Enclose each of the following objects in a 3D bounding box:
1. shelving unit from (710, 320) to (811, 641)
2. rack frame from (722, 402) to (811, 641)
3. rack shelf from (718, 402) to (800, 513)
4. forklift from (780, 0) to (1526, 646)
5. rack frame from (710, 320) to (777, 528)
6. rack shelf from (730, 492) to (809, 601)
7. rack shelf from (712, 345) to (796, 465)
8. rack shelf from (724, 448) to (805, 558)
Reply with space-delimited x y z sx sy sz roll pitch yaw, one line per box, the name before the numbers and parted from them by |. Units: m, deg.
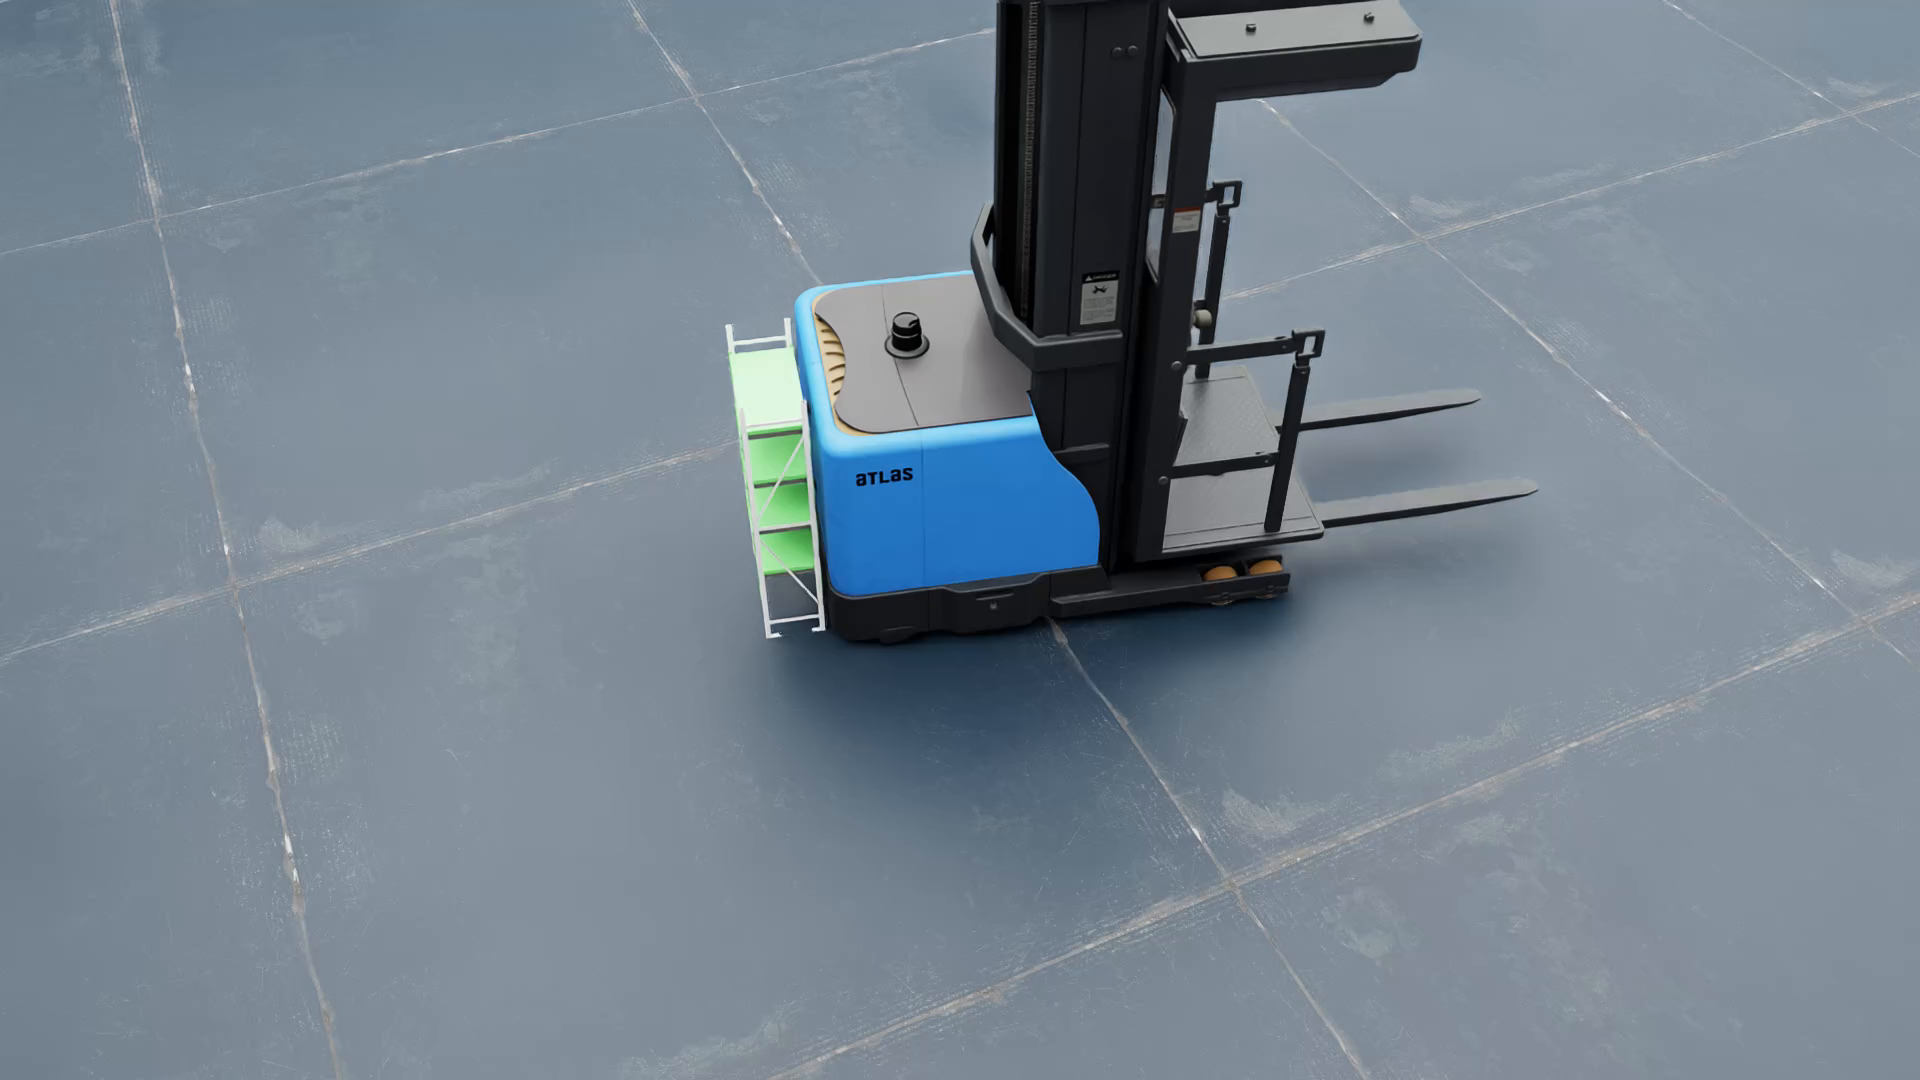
shelving unit | -0.769 -0.211 6.478 0.258 1.200 0.503 -8 45 -8
rack frame | -0.722 -0.043 6.308 0.240 1.200 0.015 -8 45 -8
rack shelf | -0.769 -0.336 6.355 0.258 0.148 0.480 -8 45 -8
forklift | 0.839 -1.128 6.175 3.031 2.935 1.130 -7 45 -7
rack frame | -0.815 -0.379 6.649 0.240 1.200 0.015 -8 45 -8
rack shelf | -0.769 0.006 6.692 0.258 0.148 0.480 -8 45 -8
rack shelf | -0.769 -0.507 6.186 0.258 0.148 0.480 -8 45 -8
rack shelf | -0.769 -0.165 6.523 0.258 0.148 0.480 -8 45 -8
